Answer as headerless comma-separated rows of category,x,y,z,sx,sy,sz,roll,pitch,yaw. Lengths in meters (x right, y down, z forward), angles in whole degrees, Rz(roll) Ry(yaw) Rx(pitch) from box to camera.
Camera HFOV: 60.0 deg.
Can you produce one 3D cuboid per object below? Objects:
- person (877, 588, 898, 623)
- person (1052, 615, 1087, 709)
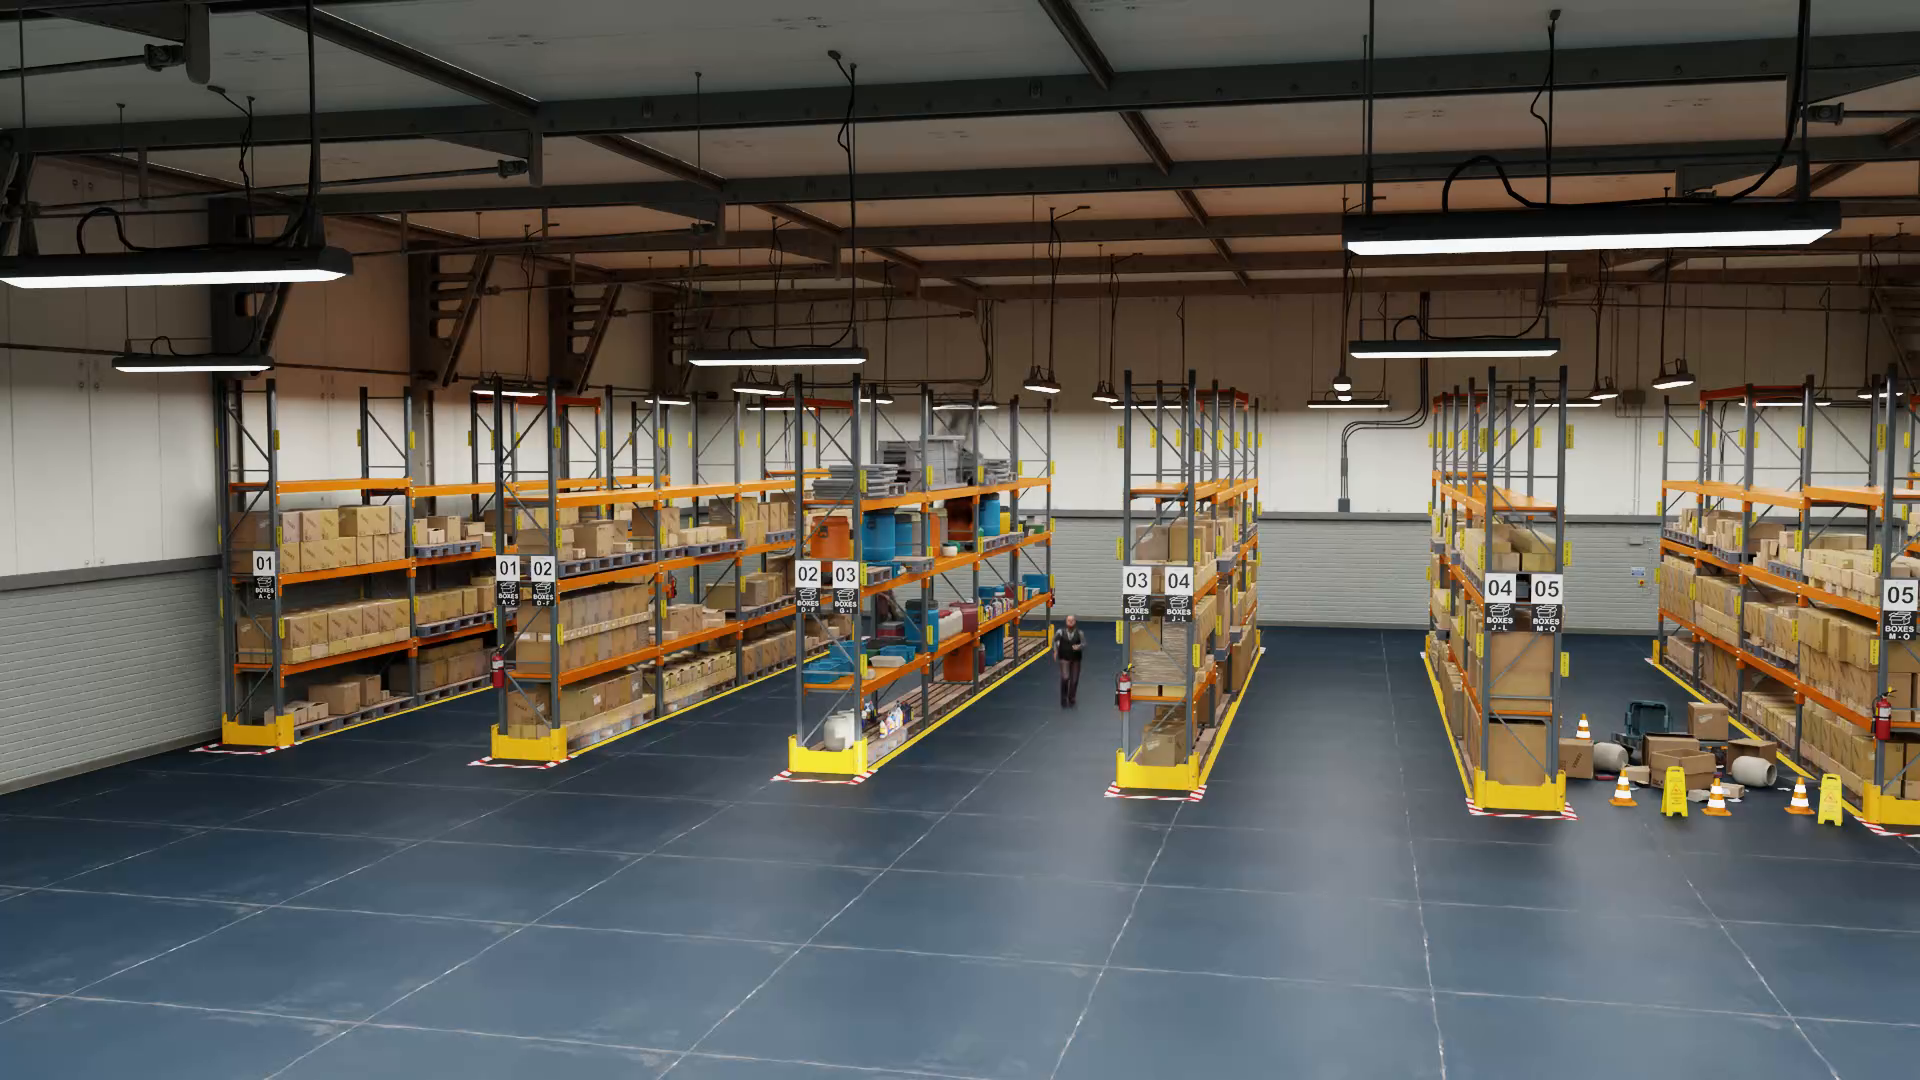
person,-1.914,1.625,42.070,0.756,1.814,0.884,-3,5,-41
person,2.054,2.215,31.100,0.627,1.608,0.721,0,3,-3
